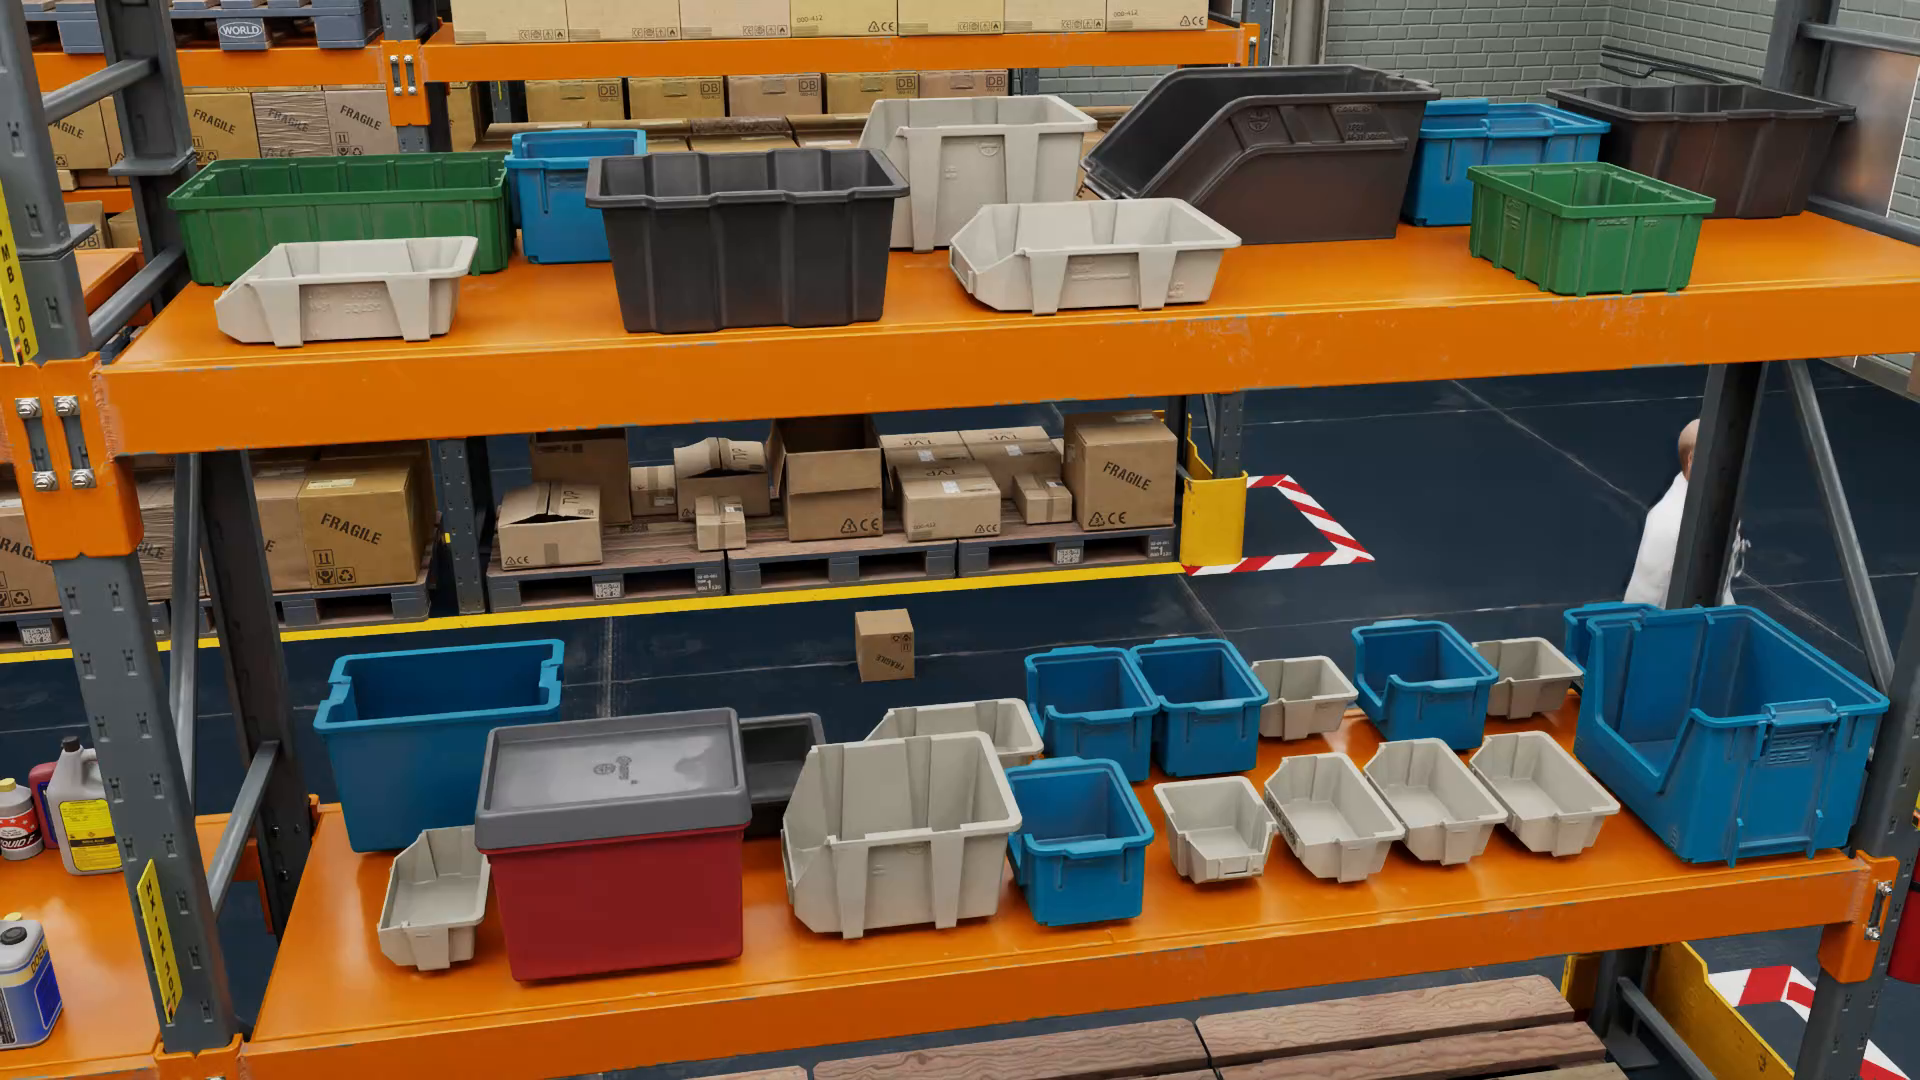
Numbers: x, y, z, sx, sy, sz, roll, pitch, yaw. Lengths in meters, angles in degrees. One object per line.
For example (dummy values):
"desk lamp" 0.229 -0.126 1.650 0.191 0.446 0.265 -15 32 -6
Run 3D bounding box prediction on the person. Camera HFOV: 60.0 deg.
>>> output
"person" 2.639 0.430 6.124 0.608 1.830 0.588 13 26 27
